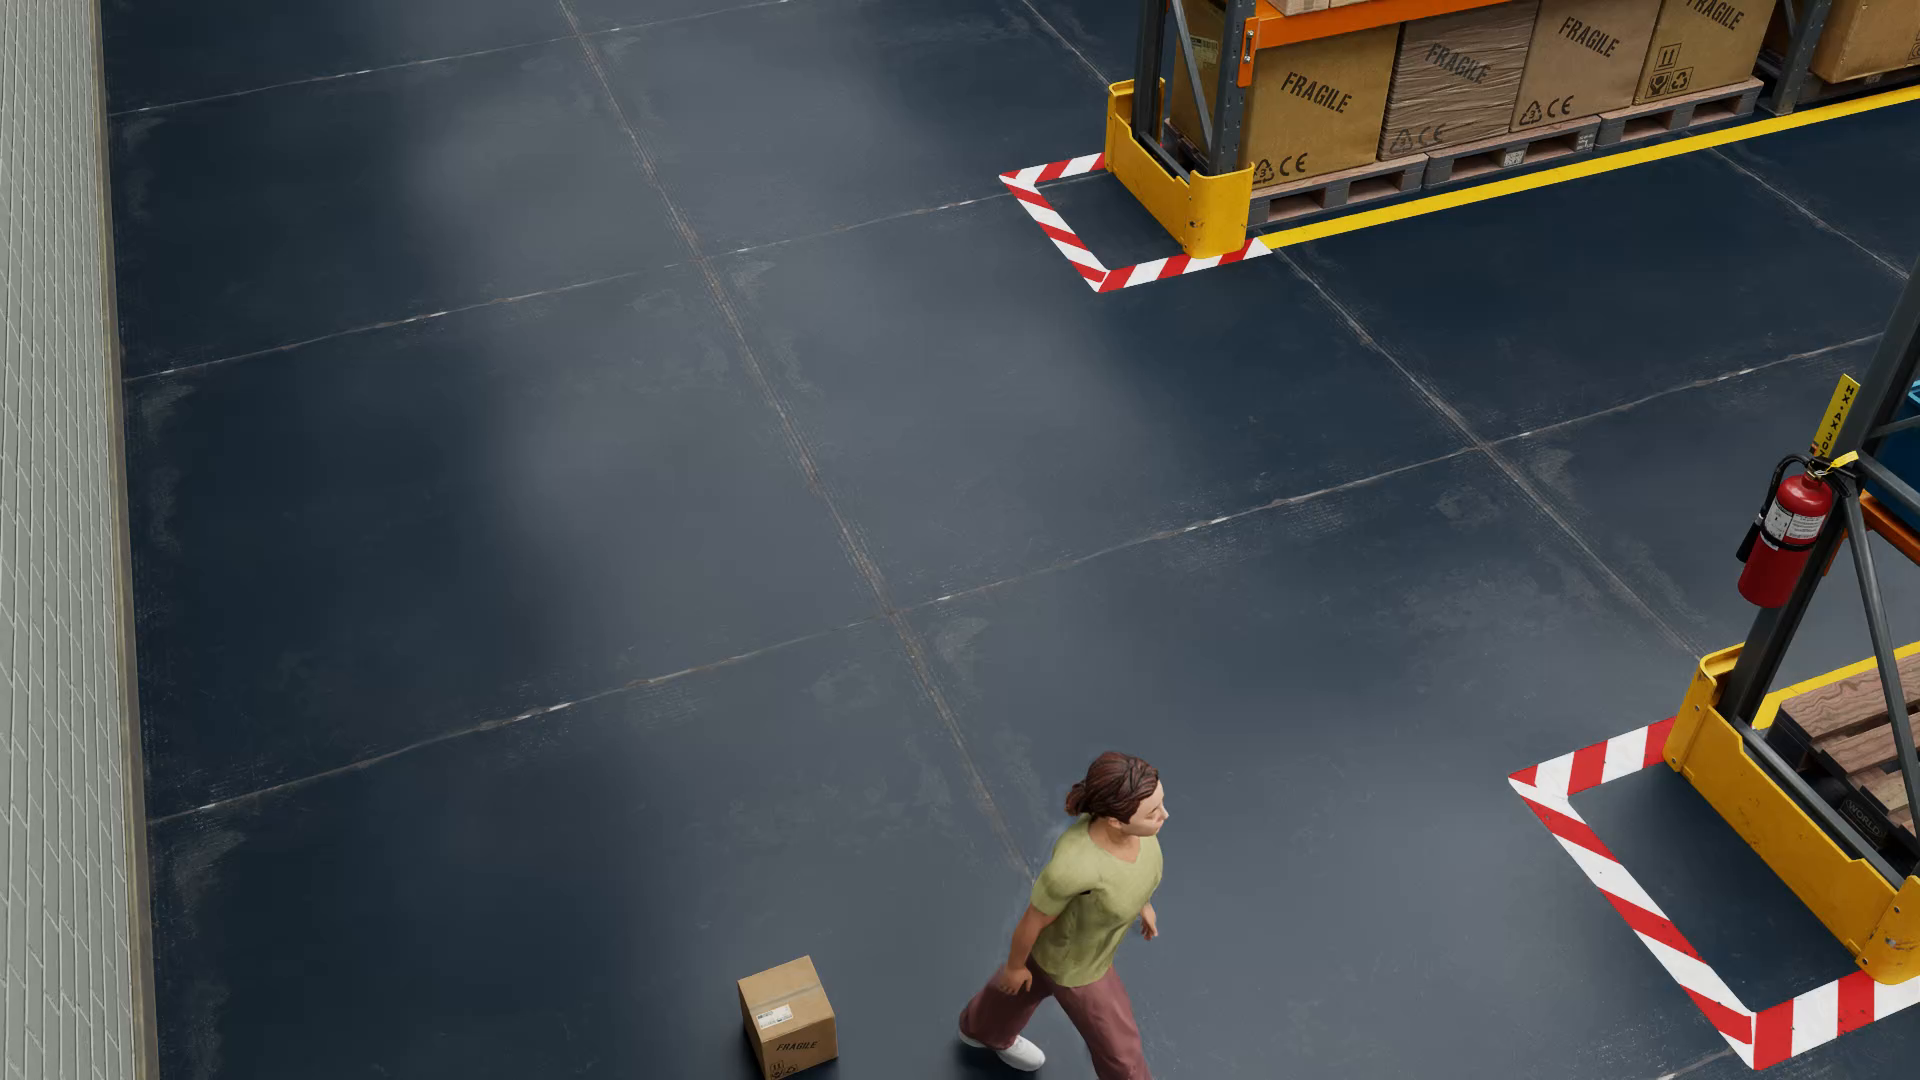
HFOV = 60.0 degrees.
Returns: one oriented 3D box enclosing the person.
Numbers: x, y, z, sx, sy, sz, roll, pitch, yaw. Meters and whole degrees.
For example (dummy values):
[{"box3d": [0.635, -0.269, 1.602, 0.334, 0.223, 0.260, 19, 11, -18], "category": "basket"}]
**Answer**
[{"box3d": [0.426, 1.169, 4.848, 0.950, 1.610, 0.470, 18, 45, 19], "category": "person"}]
